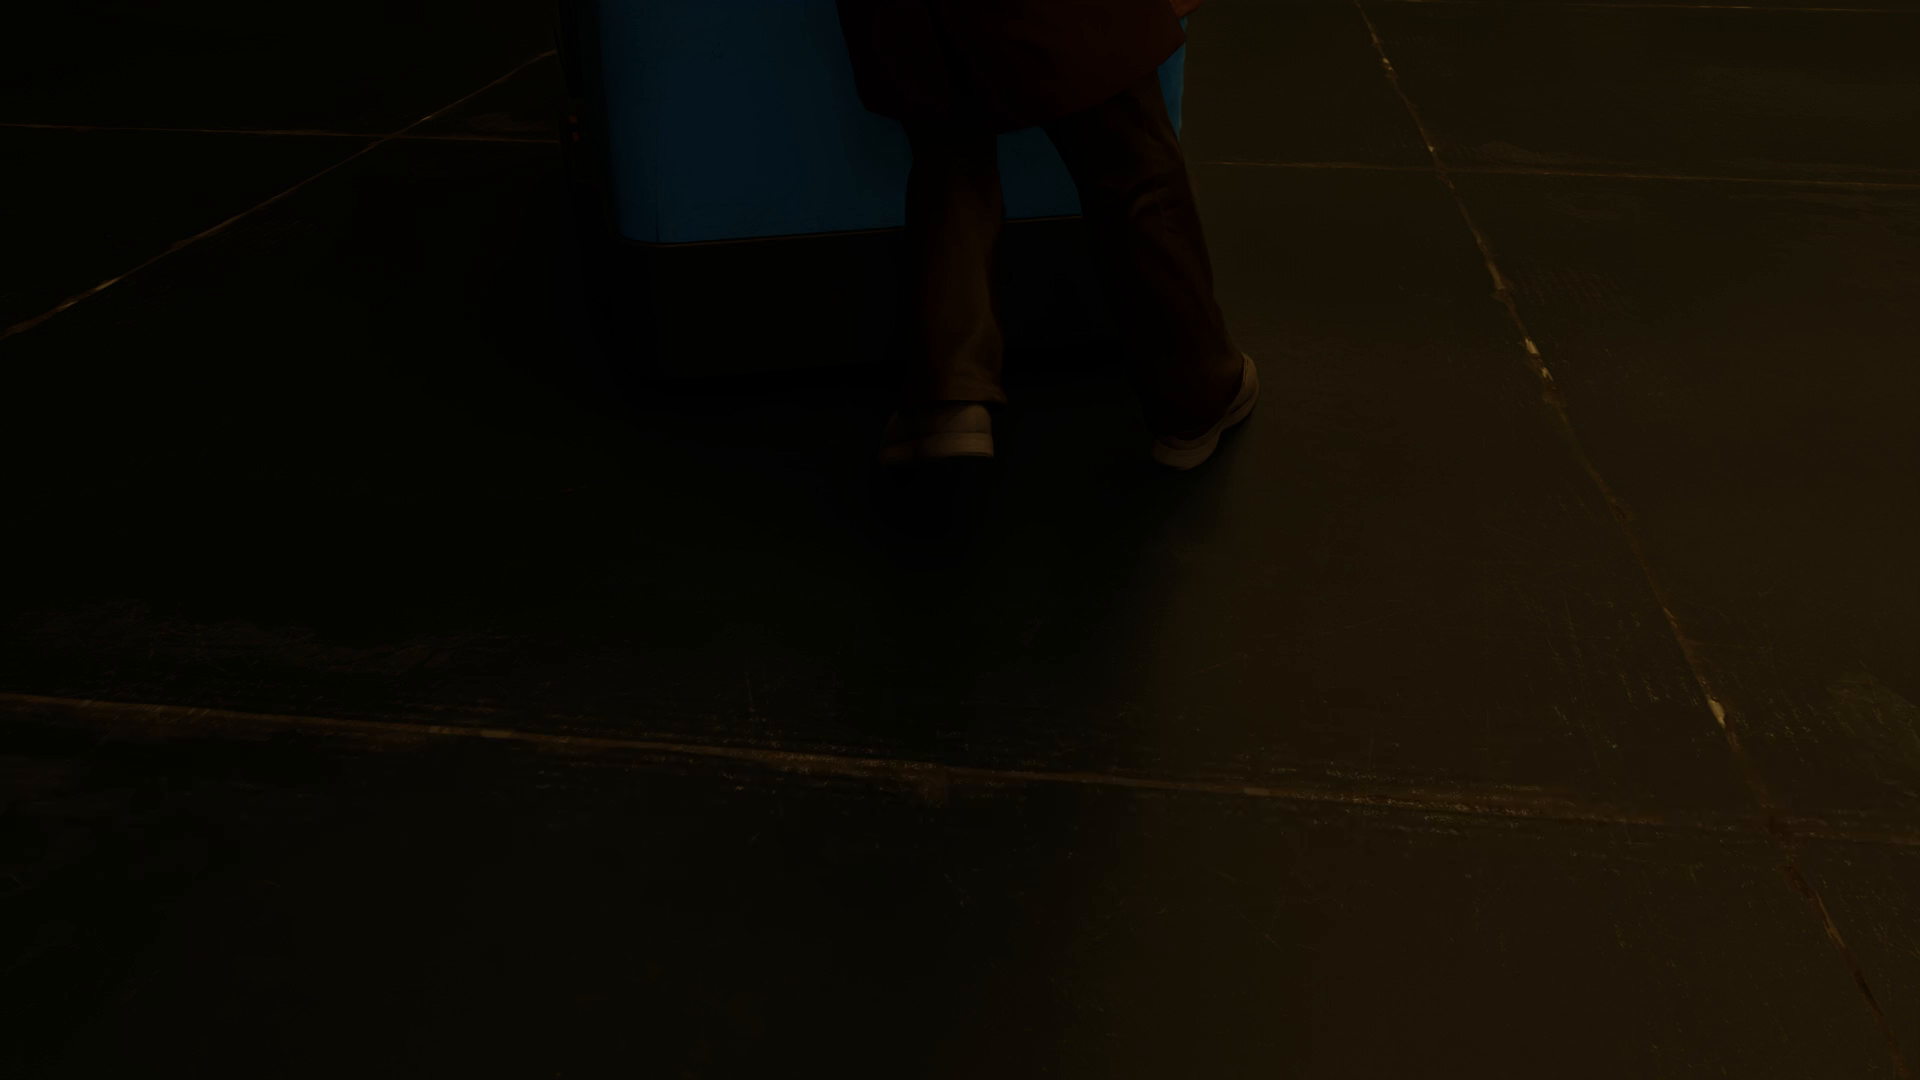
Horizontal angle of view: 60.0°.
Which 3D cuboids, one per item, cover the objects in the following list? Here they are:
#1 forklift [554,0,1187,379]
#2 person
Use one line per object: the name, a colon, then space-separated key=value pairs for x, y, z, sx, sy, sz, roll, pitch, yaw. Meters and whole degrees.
forklift: x=-0.447 y=-2.229 z=3.684 sx=1.130 sy=2.935 sz=3.031 roll=-7 pitch=27 yaw=-13
person: x=0.092 y=-0.931 z=2.448 sx=0.763 sy=1.723 sz=0.757 roll=12 pitch=29 yaw=23
